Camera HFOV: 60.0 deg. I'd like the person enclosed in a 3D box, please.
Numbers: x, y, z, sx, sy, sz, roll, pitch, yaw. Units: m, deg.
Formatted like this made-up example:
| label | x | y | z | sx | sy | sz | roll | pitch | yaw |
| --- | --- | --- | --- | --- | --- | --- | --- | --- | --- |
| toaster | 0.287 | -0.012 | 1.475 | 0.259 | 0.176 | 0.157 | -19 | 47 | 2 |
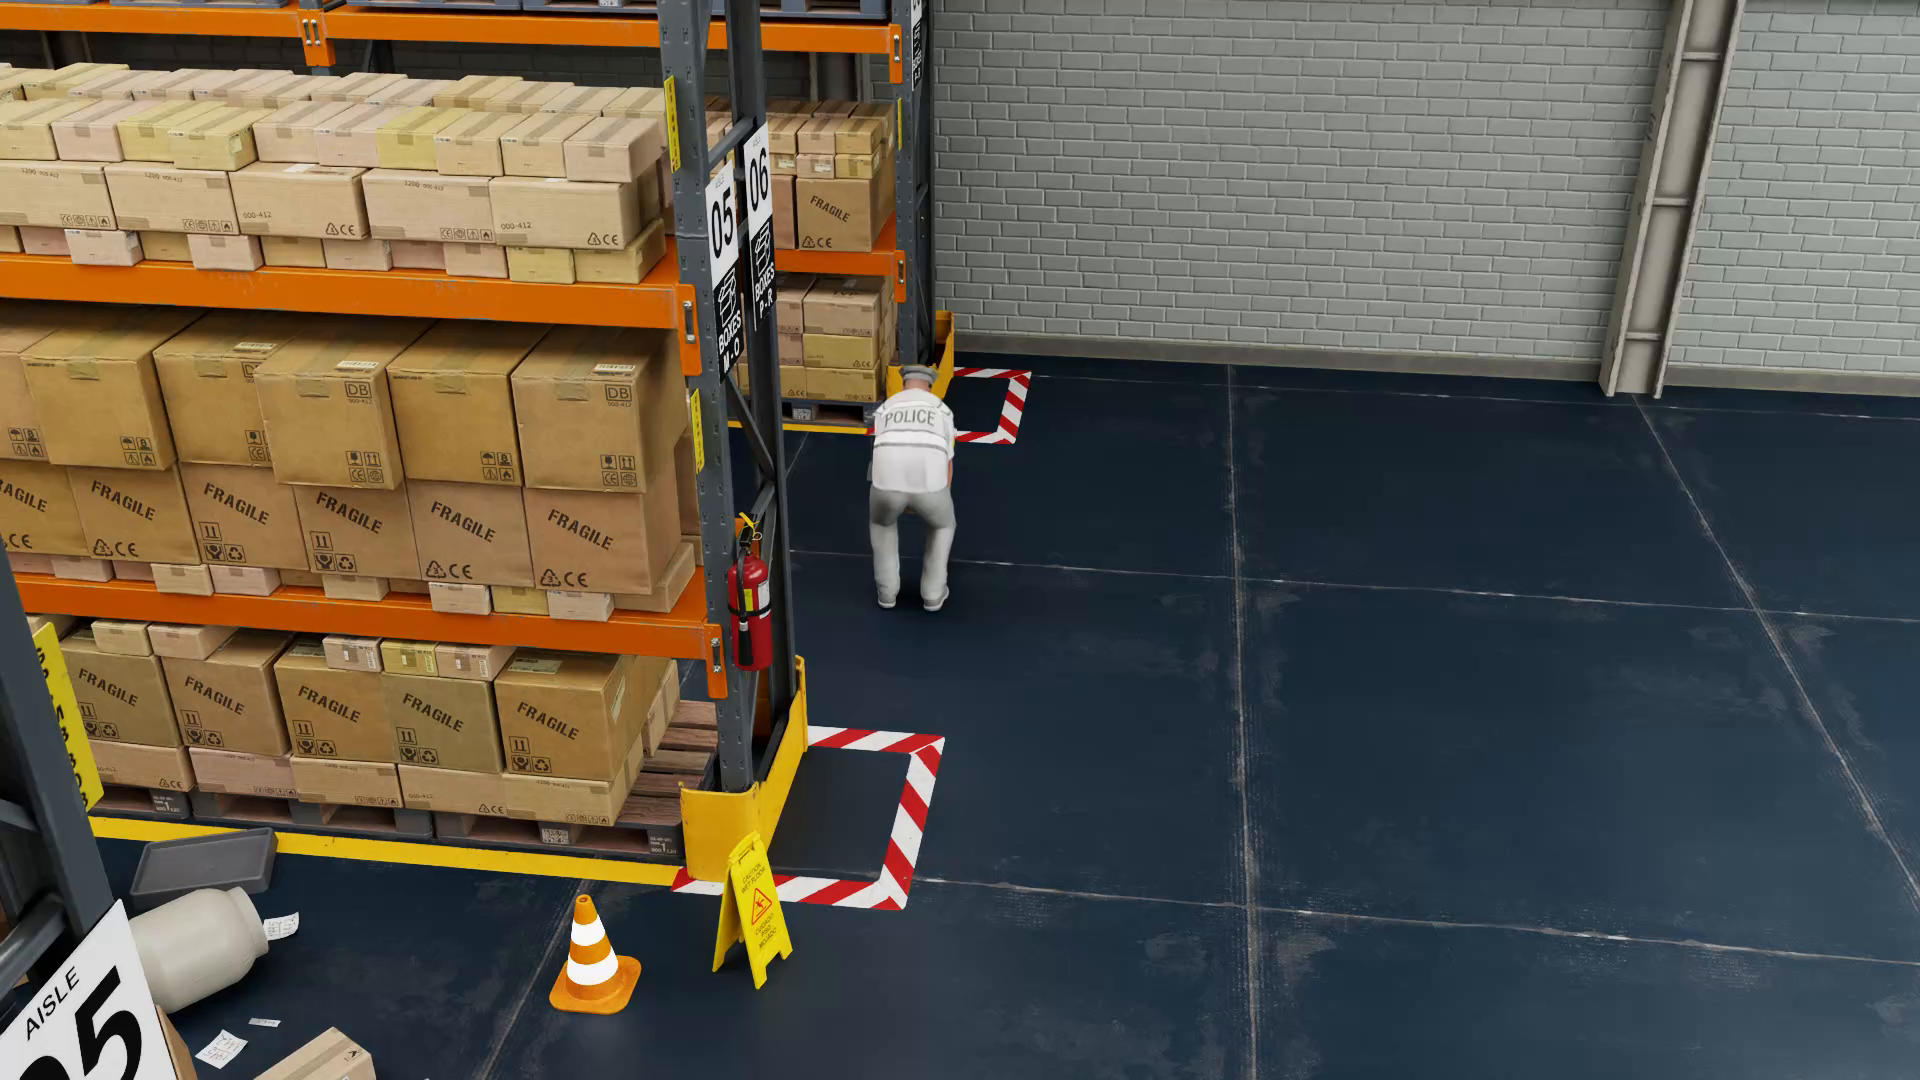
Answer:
| label | x | y | z | sx | sy | sz | roll | pitch | yaw |
| --- | --- | --- | --- | --- | --- | --- | --- | --- | --- |
| person | -0.264 | -0.308 | 9.714 | 0.506 | 1.260 | 1.013 | 2 | 28 | 4 |
